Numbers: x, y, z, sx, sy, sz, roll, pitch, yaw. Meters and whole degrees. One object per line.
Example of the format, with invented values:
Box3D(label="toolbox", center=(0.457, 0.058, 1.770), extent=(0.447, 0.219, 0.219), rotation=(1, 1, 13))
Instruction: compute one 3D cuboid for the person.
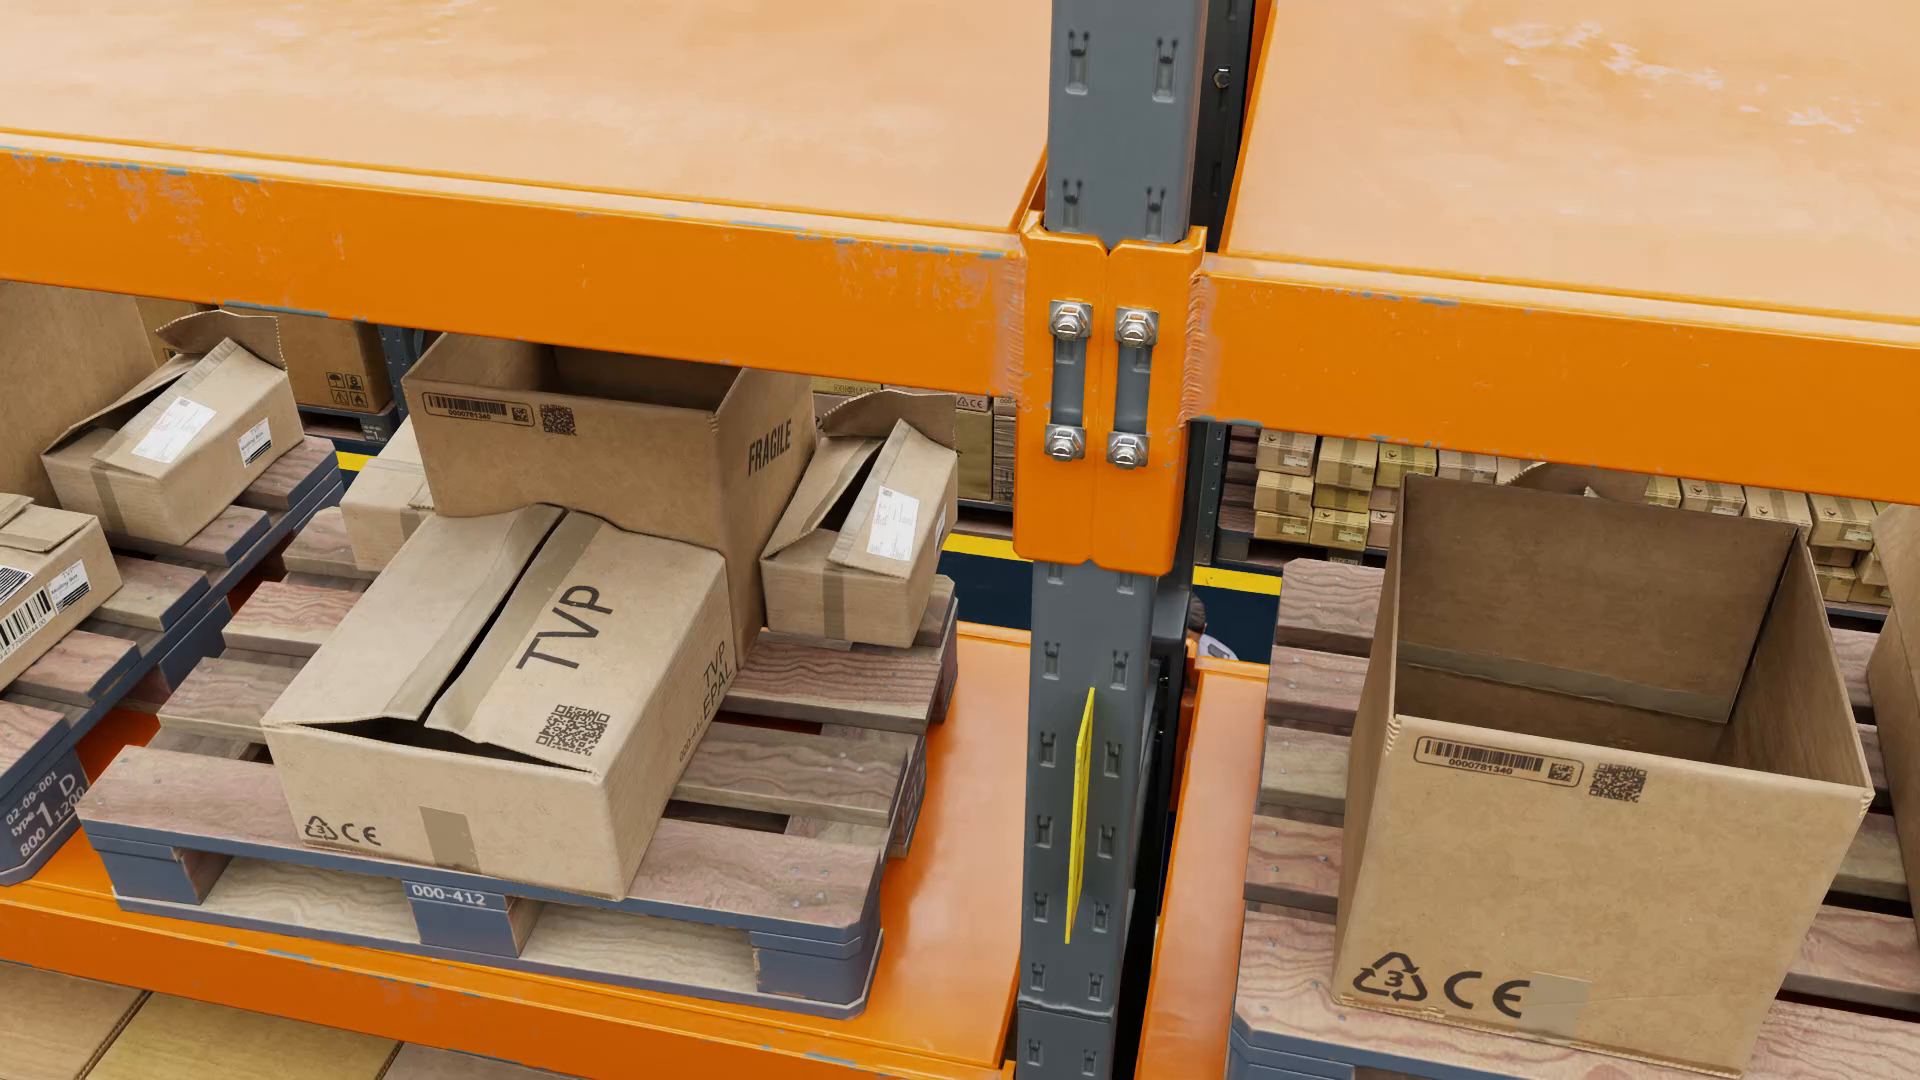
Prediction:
Box3D(label="person", center=(0.646, 0.803, 5.581), extent=(0.562, 1.653, 0.418), rotation=(6, 37, 8))
